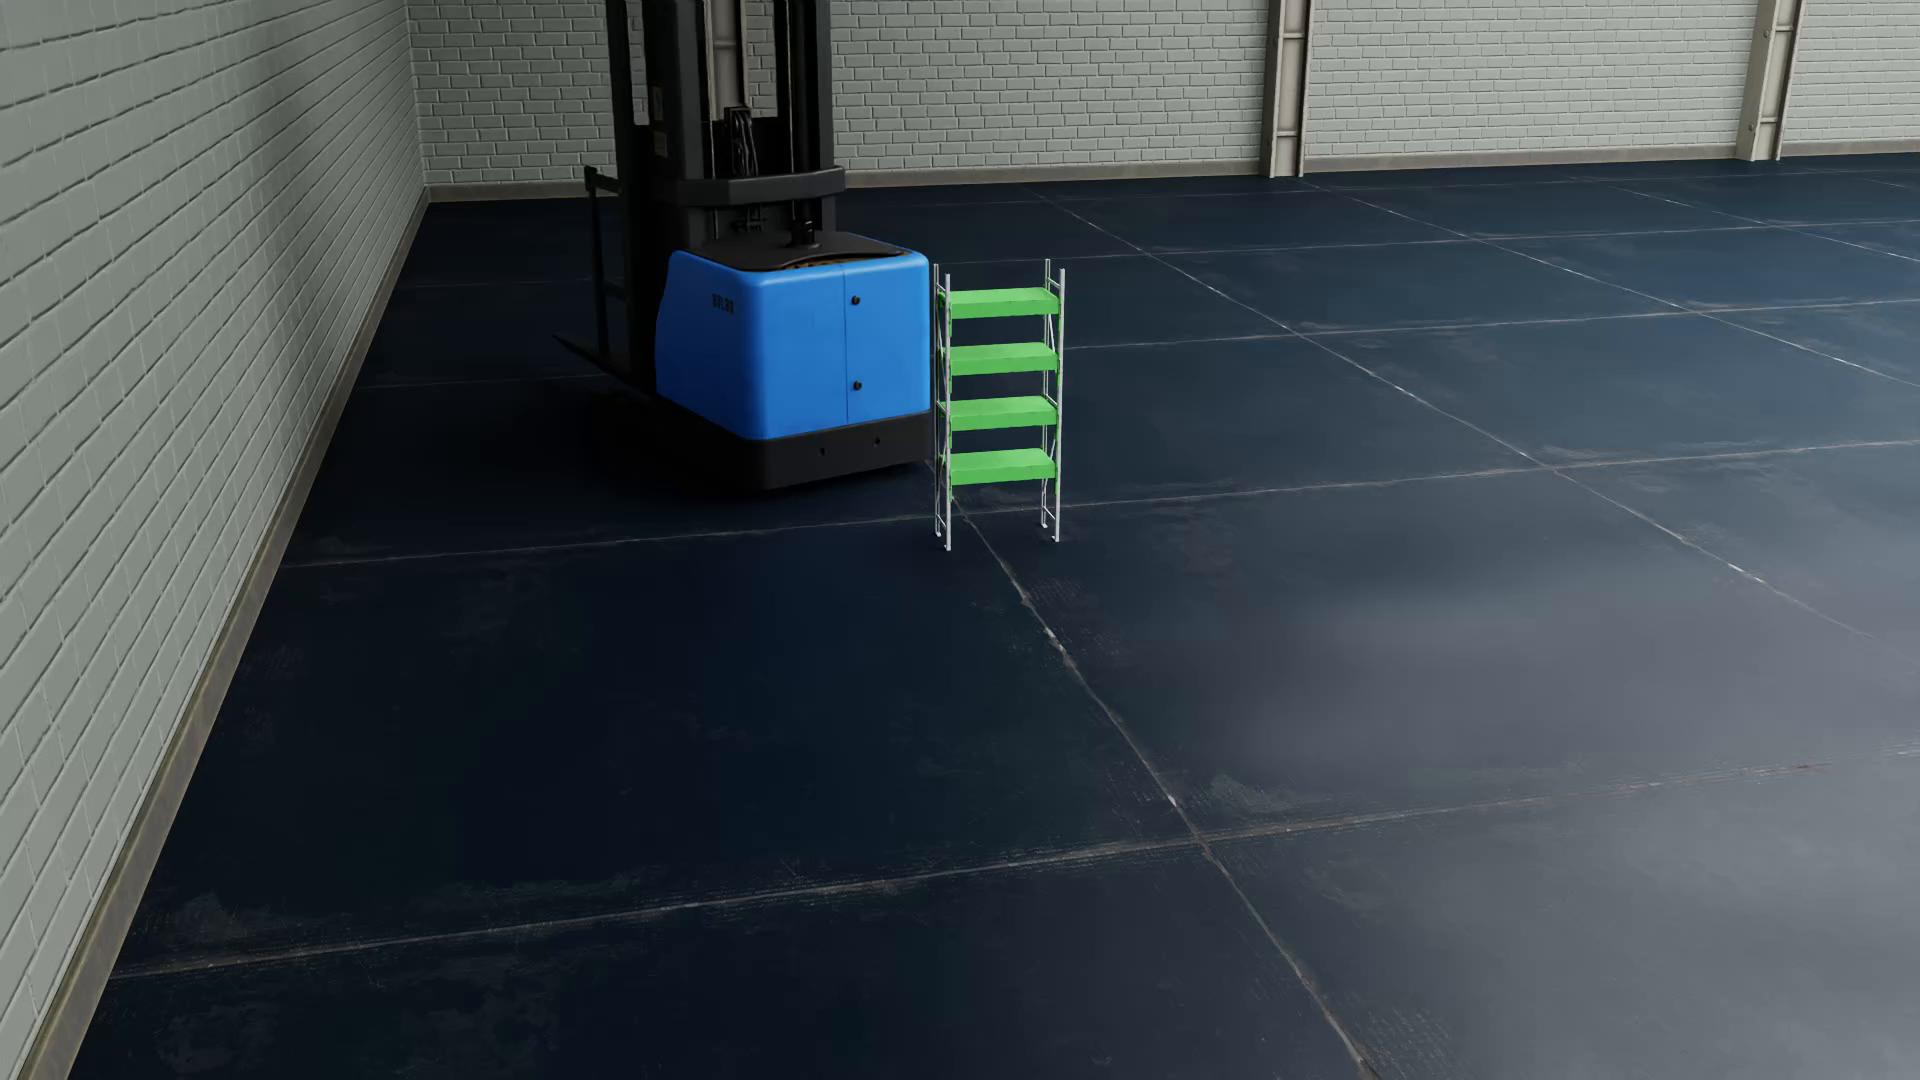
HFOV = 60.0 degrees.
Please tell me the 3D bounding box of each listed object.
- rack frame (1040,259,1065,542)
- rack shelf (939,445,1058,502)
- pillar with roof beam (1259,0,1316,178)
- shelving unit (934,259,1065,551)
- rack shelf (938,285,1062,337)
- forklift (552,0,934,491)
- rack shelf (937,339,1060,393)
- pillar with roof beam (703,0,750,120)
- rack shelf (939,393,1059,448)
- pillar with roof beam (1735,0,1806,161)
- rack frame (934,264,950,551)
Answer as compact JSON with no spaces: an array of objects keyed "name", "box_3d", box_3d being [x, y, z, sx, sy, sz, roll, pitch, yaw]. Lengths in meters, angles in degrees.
[{"name":"rack frame","box_3d":[0.399,-0.596,7.197,0.015,1.200,0.240,-5,21,-12]},{"name":"rack shelf","box_3d":[0.161,-0.291,7.249,0.480,0.148,0.258,-5,21,-12]},{"name":"pillar with roof beam","box_3d":[4.509,-6.786,12.758,0.400,9.000,9.100,-5,21,-12]},{"name":"shelving unit","box_3d":[0.161,-0.576,7.144,0.503,1.200,0.258,-5,21,-12]},{"name":"rack shelf","box_3d":[0.161,-0.967,7.001,0.480,0.148,0.258,-5,21,-12]},{"name":"forklift","box_3d":[-1.365,-2.058,8.670,1.130,2.935,3.031,-13,24,-31]},{"name":"rack shelf","box_3d":[0.161,-0.742,7.083,0.480,0.148,0.258,-5,21,-12]},{"name":"pillar with roof beam","box_3d":[-1.330,-6.312,11.462,0.400,9.000,9.100,-5,21,-12]},{"name":"rack shelf","box_3d":[0.161,-0.516,7.166,0.480,0.148,0.258,-5,21,-12]},{"name":"pillar with roof beam","box_3d":[10.348,-7.261,14.055,0.400,9.000,9.100,-5,21,-12]},{"name":"rack frame","box_3d":[-0.076,-0.557,7.091,0.015,1.200,0.240,-5,21,-12]}]
